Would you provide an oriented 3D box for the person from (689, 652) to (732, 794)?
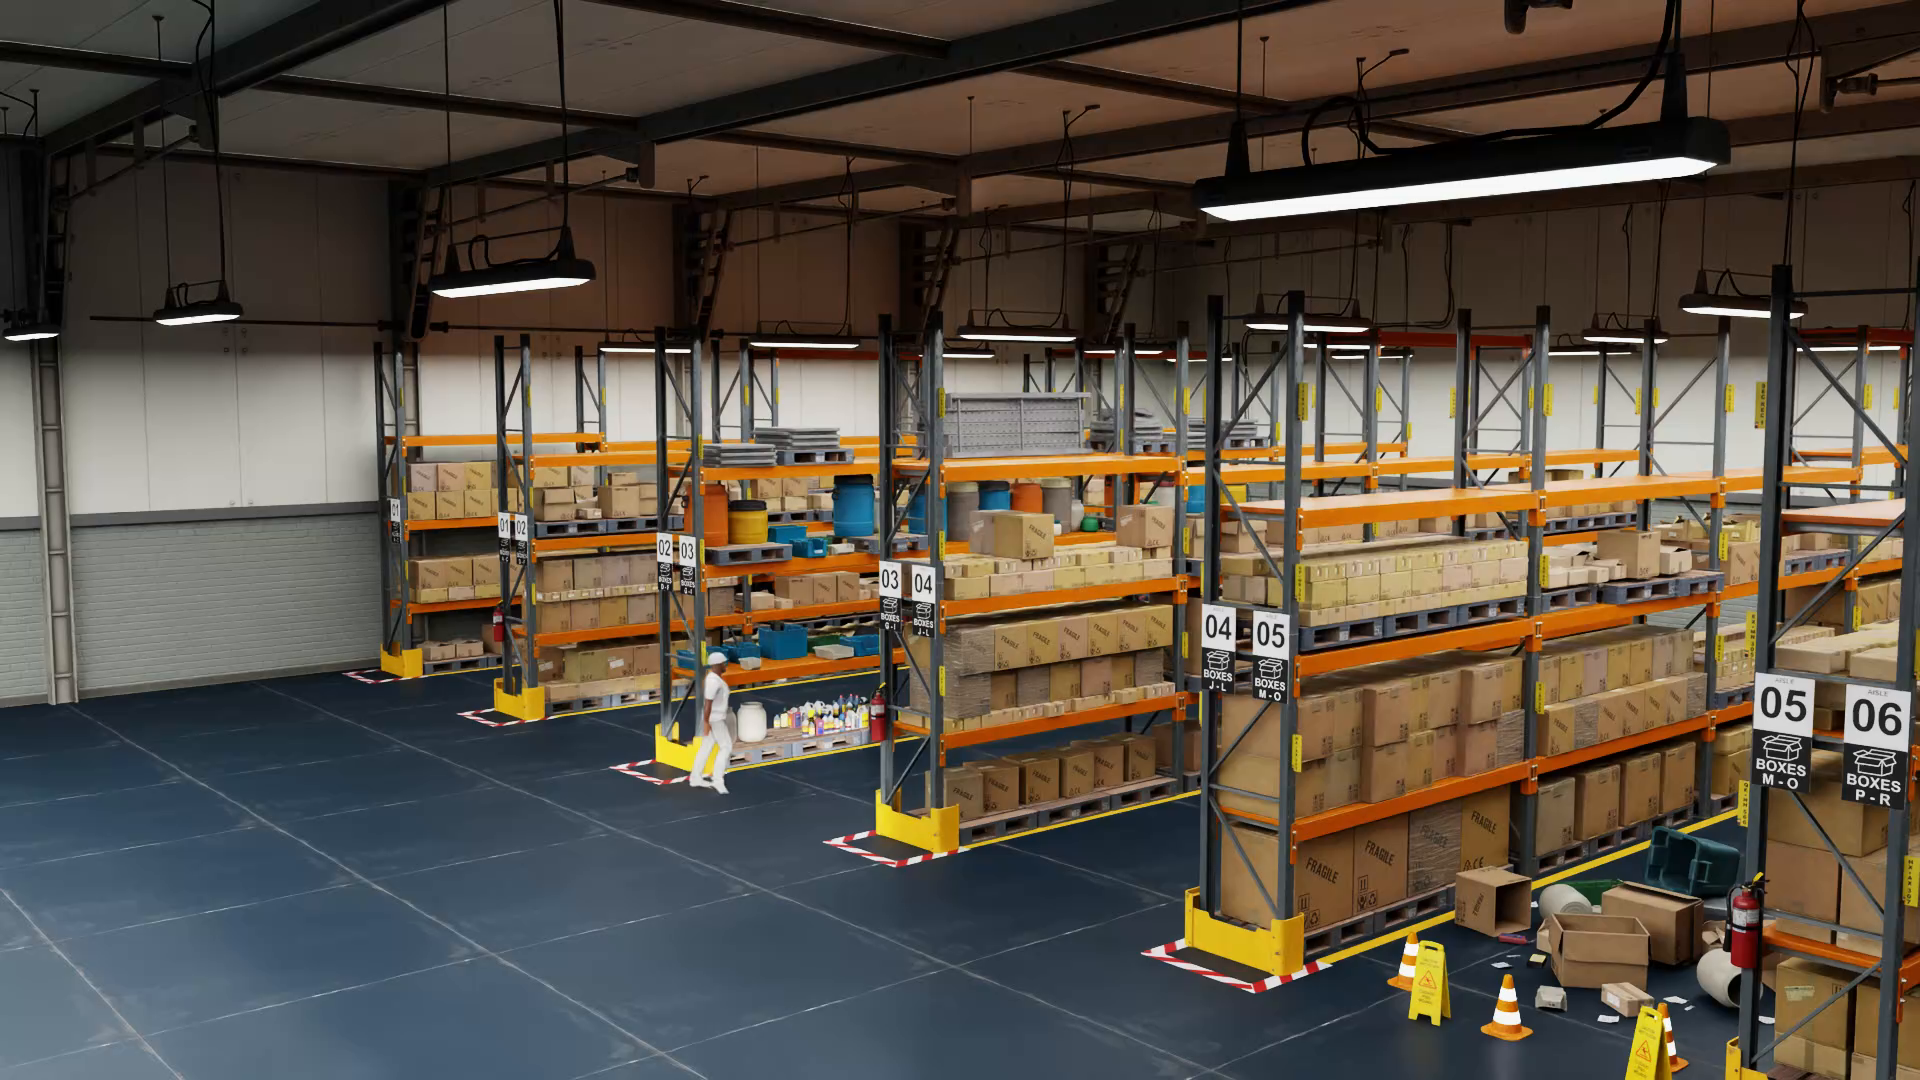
[{"bbox_3d":[-3.234,2.356,21.468,0.550,1.815,0.633,-1,5,-11],"label":"person"}]
